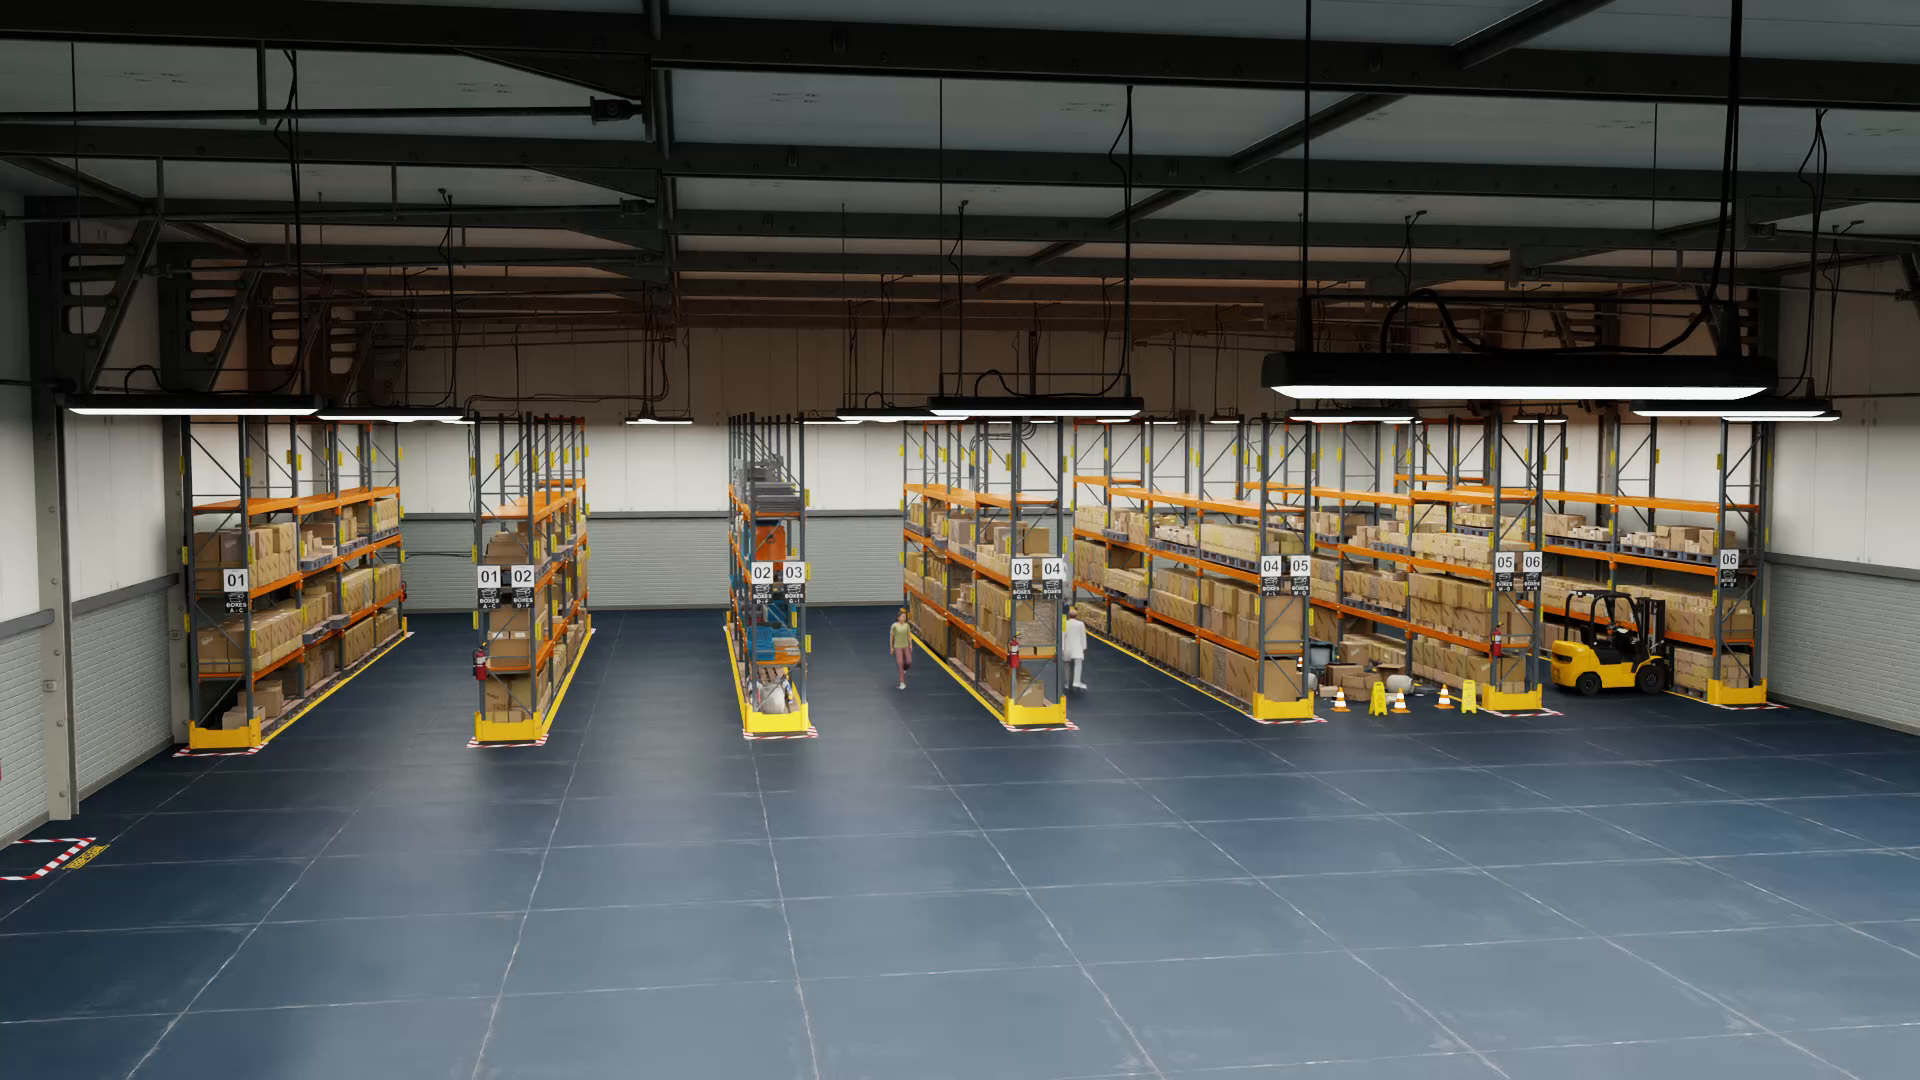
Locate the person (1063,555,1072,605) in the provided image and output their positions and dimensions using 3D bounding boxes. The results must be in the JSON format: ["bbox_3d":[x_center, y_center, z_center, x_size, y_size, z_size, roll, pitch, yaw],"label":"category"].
[{"bbox_3d":[3.194,1.285,52.428,0.961,1.740,0.522,-3,5,-35],"label":"person"}]

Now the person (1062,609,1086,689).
[{"bbox_3d":[2.469,2.380,36.203,0.616,1.754,1.022,1,4,8],"label":"person"}]

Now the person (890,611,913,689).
[{"bbox_3d":[-1.243,2.411,36.648,0.472,1.655,0.749,-2,4,-24],"label":"person"}]

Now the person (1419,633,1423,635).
[{"bbox_3d":[12.166,1.944,43.222,0.500,1.686,0.497,-2,4,-29],"label":"person"}]

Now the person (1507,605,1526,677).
[{"bbox_3d":[12.737,2.331,37.994,0.451,1.734,0.595,-1,4,-14],"label":"person"}]
